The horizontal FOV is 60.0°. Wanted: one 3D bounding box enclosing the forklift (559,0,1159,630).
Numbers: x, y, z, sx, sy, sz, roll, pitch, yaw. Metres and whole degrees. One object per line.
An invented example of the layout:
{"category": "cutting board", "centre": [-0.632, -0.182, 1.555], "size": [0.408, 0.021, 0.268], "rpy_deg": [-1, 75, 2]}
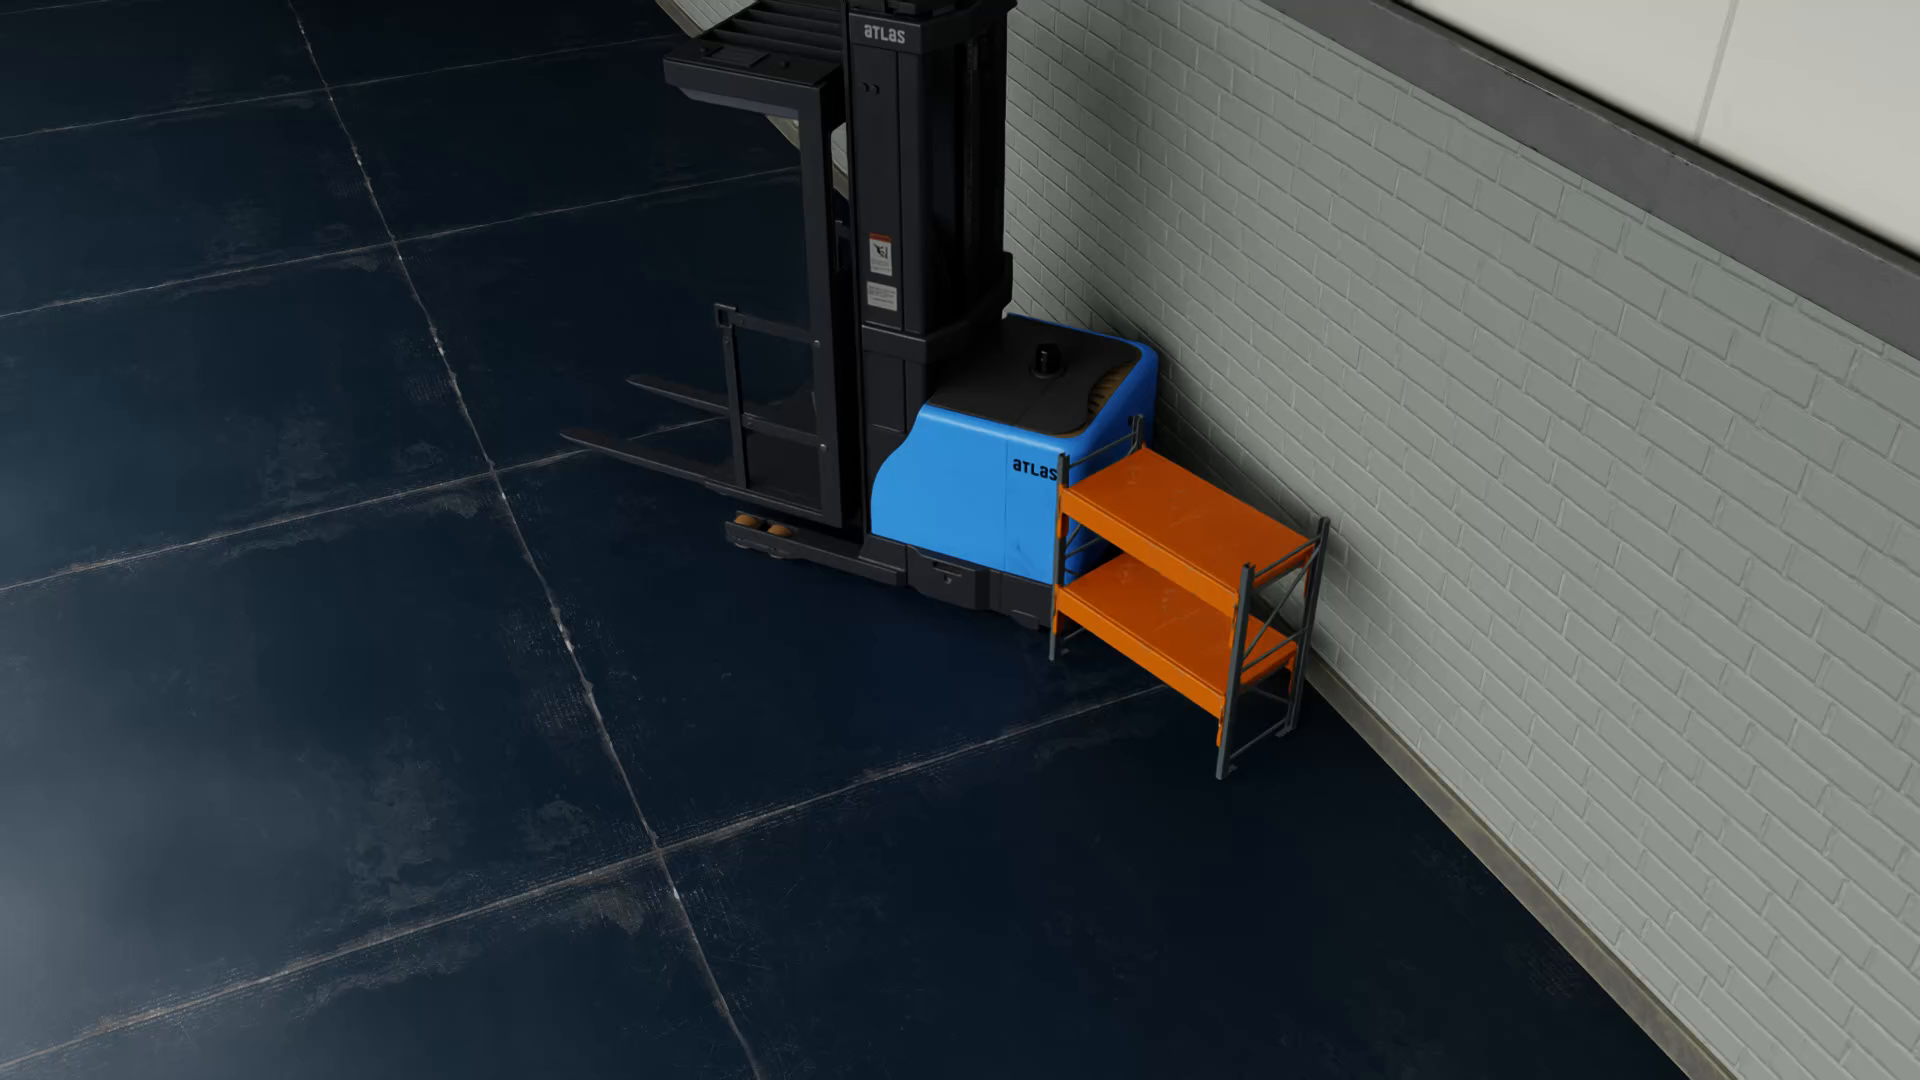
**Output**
{"category": "forklift", "centre": [-0.608, -1.351, 7.754], "size": [3.031, 2.935, 1.130], "rpy_deg": [16, 39, 20]}

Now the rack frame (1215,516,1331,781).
{"category": "rack frame", "centre": [1.279, 0.460, 6.829], "size": [0.500, 1.125, 0.032], "rpy_deg": [-28, 45, -32]}

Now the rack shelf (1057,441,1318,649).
{"category": "rack shelf", "centre": [0.943, -0.003, 6.961], "size": [0.538, 0.278, 1.000], "rpy_deg": [-28, 45, -32]}

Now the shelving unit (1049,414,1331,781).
{"category": "shelving unit", "centre": [0.943, 0.232, 7.136], "size": [0.538, 1.125, 1.048], "rpy_deg": [-28, 45, -32]}

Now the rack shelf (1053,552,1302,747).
{"category": "rack shelf", "centre": [0.943, 0.429, 7.281], "size": [0.538, 0.278, 1.000], "rpy_deg": [-28, 45, -32]}

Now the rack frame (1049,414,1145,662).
{"category": "rack frame", "centre": [0.608, 0.005, 7.442], "size": [0.500, 1.125, 0.032], "rpy_deg": [-28, 45, -32]}
